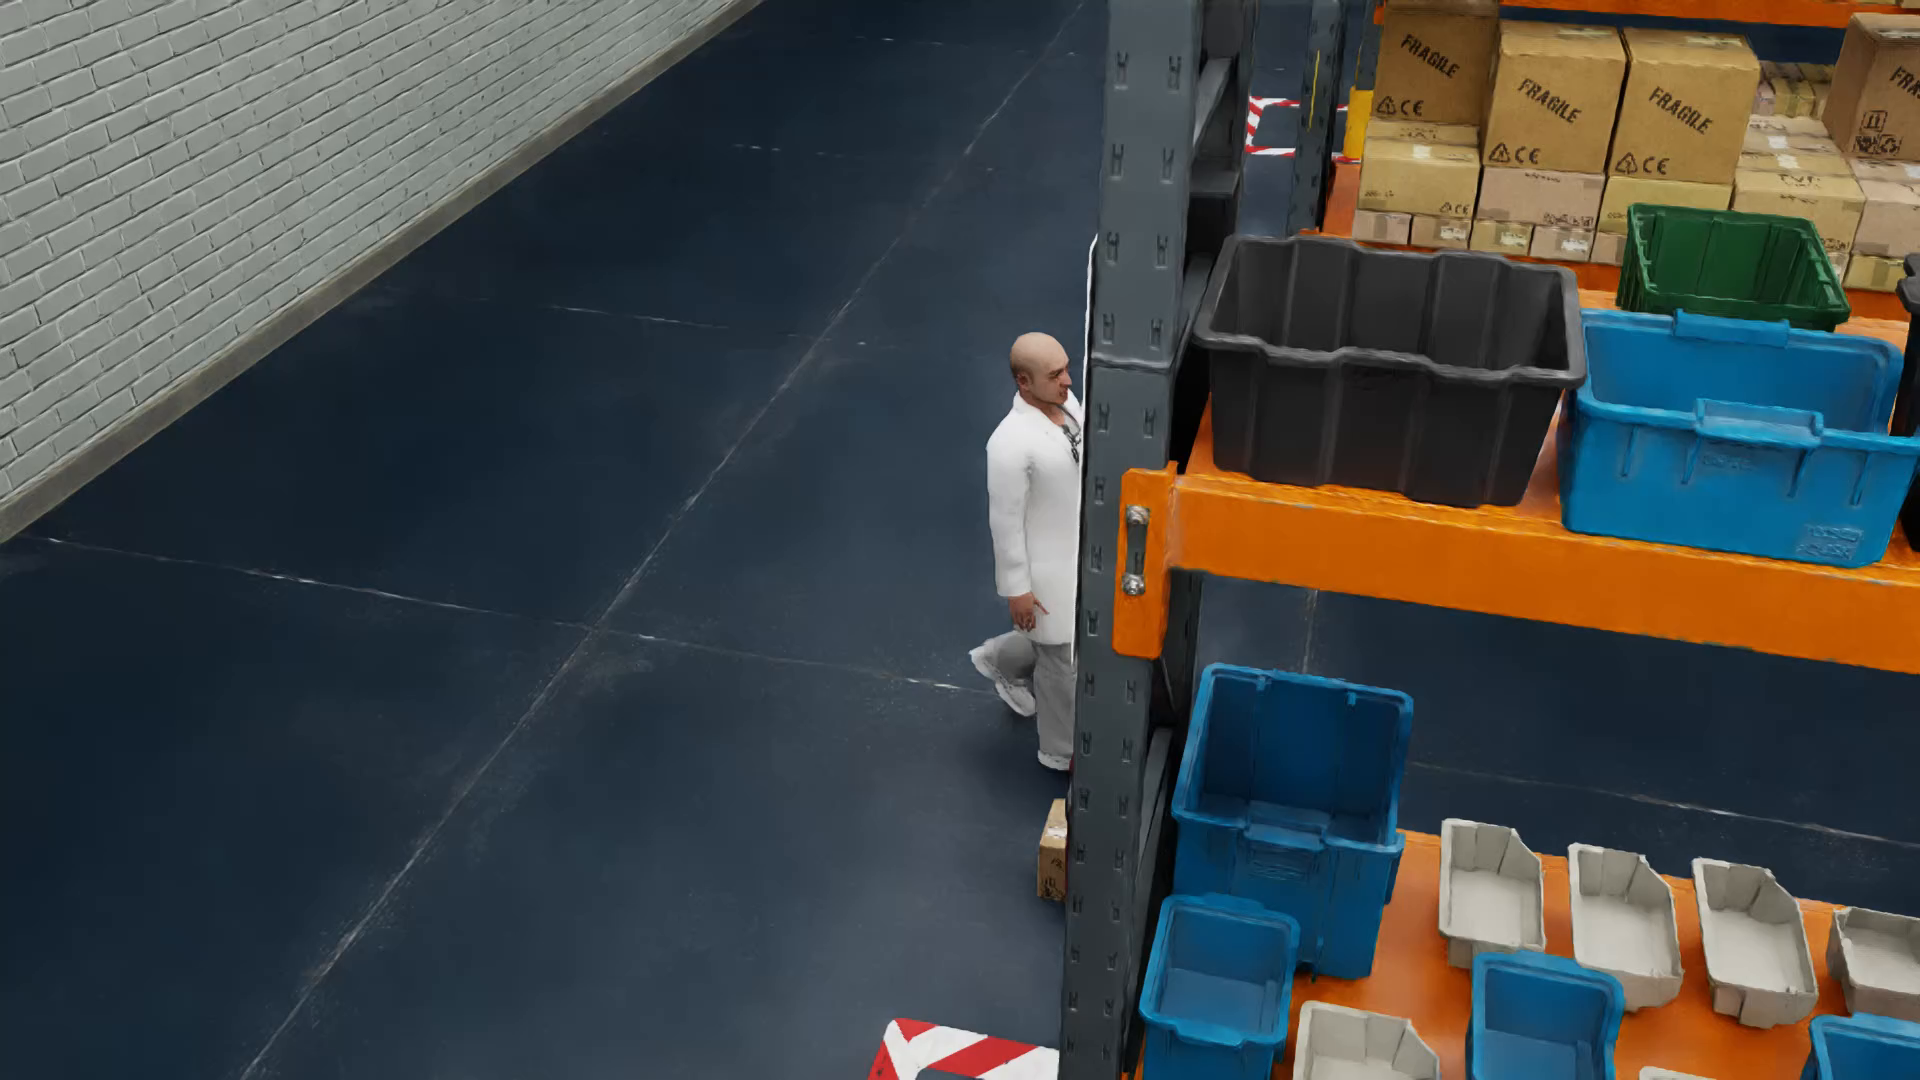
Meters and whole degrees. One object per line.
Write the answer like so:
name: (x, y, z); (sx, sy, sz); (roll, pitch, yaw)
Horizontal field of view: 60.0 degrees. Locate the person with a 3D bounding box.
person: (0.339, 0.062, 6.048); (0.740, 1.772, 0.629); (14, 35, 21)
